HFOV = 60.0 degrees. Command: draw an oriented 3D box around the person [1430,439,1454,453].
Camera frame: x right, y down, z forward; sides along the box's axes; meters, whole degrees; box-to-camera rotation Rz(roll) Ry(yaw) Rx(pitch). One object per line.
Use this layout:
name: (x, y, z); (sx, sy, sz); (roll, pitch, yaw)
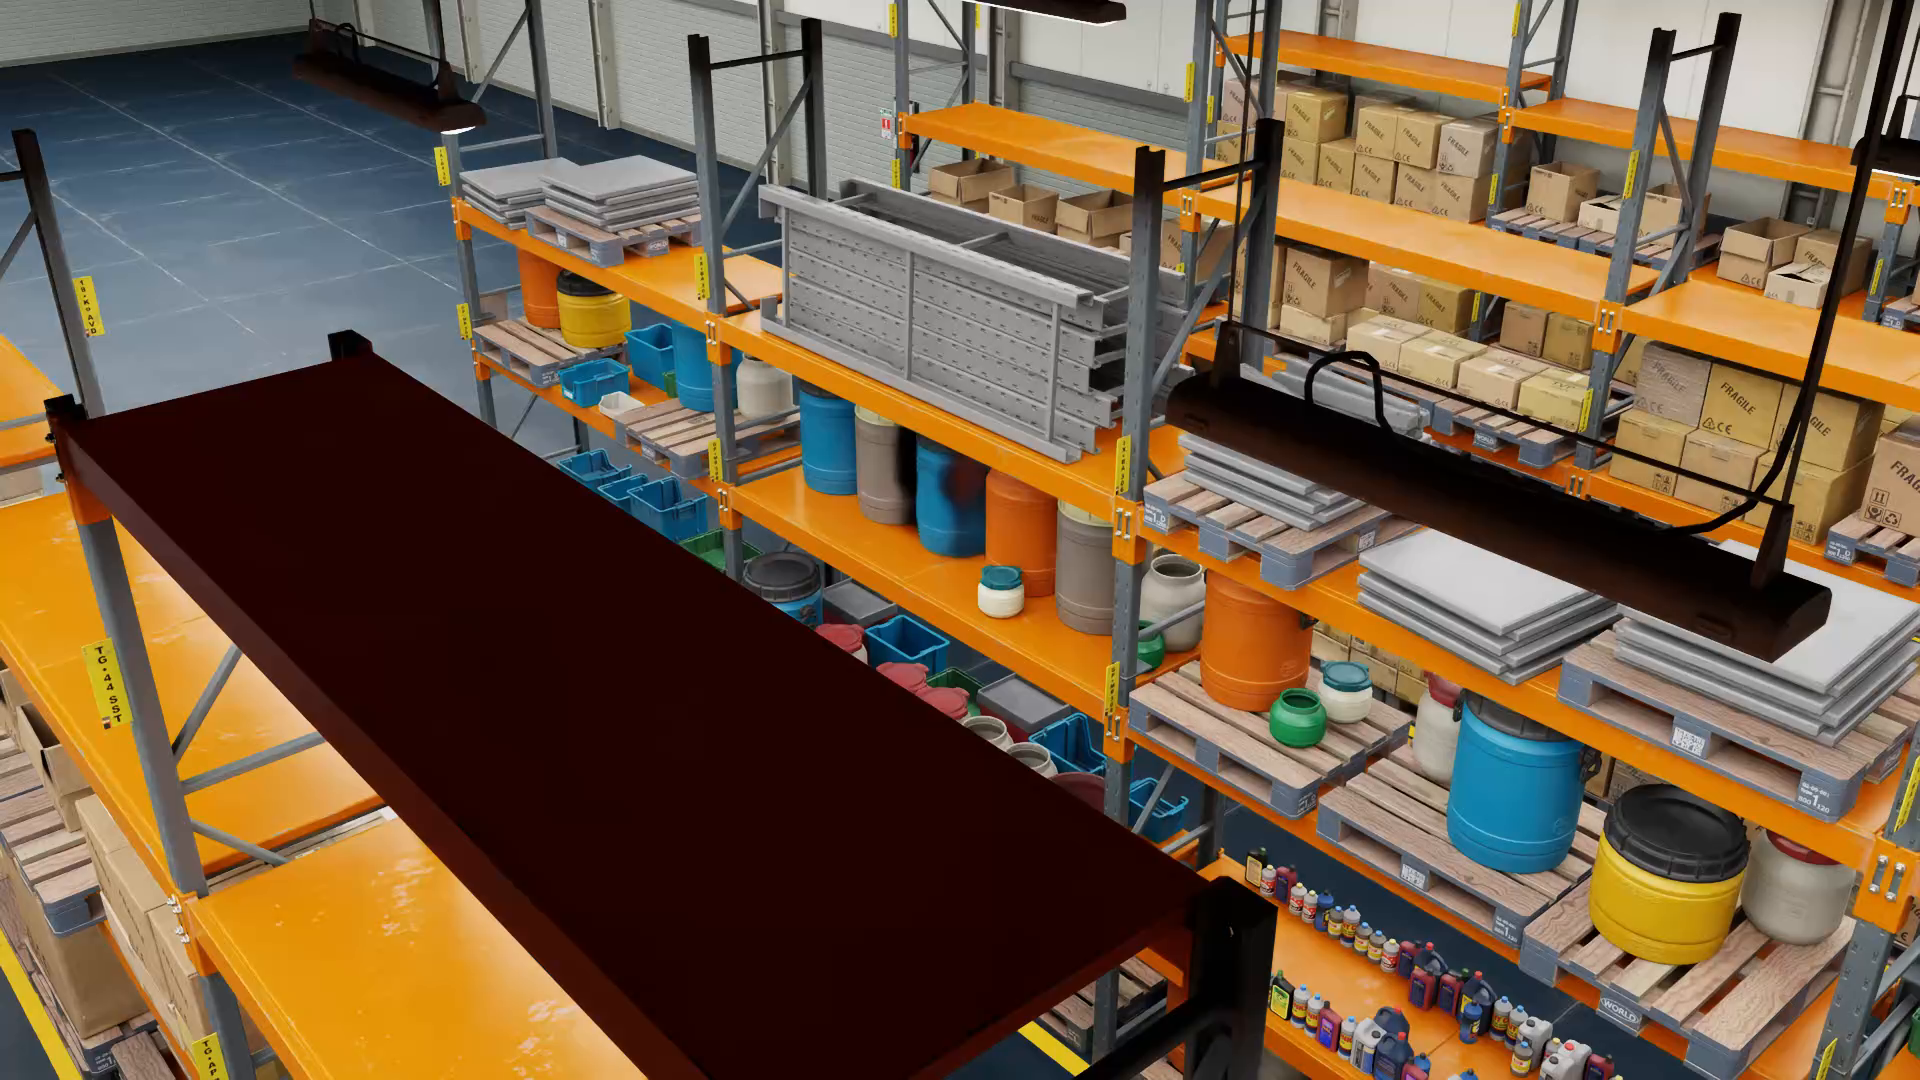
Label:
person: (4.784, -0.583, 16.952); (0.537, 1.670, 0.659); (-7, 28, -14)

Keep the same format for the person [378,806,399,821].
person: (-3.826, 2.208, 11.271); (0.582, 1.780, 0.507); (12, 29, 22)
